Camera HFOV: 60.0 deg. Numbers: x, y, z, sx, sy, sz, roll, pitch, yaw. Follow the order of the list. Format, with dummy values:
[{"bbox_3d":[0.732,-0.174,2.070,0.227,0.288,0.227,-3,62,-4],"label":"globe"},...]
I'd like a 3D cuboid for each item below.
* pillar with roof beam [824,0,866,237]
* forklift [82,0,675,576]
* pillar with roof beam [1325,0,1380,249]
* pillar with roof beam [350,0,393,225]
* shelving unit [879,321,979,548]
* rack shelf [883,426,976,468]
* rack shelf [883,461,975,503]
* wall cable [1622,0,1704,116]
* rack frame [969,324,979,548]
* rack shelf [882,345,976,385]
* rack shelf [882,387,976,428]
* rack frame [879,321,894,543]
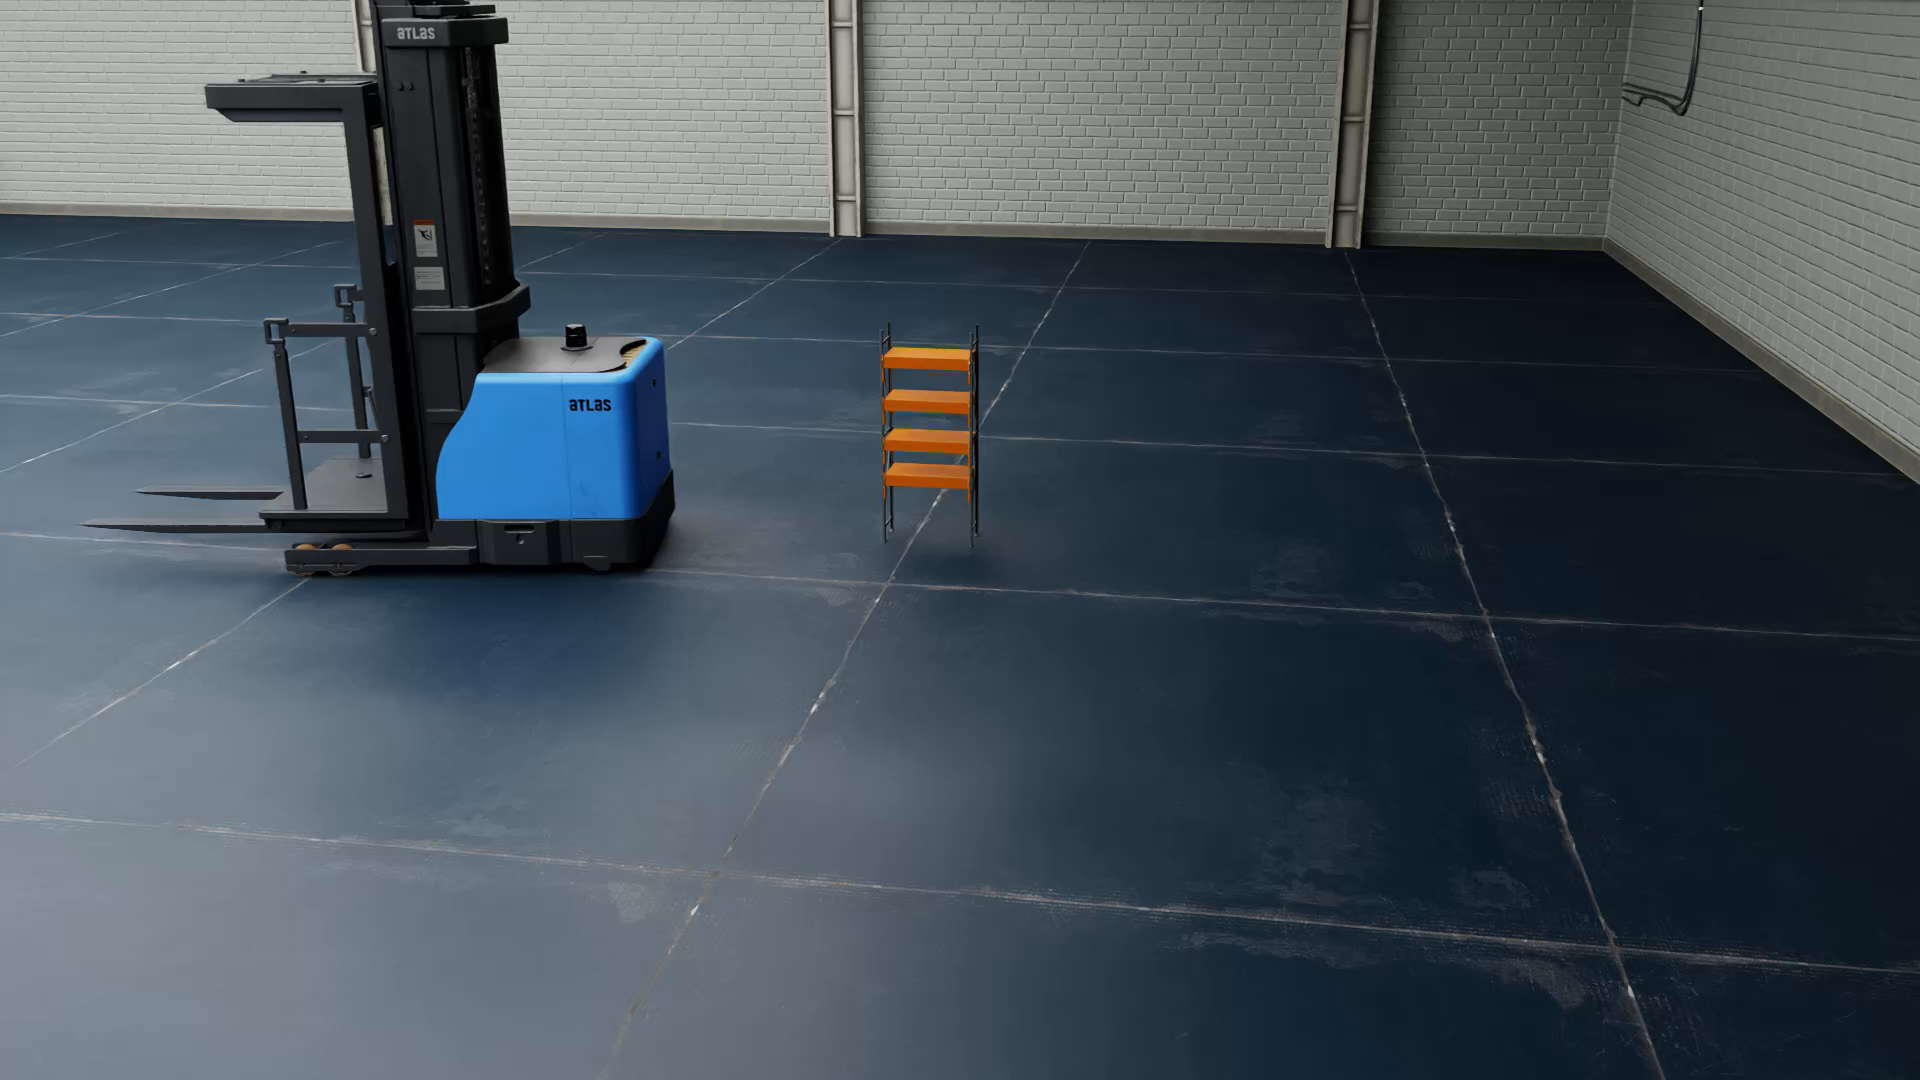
[{"bbox_3d":[-2.069,-6.702,15.152,0.400,9.000,9.100,3,19,9],"label":"pillar with roof beam"},{"bbox_3d":[-3.163,-1.367,8.768,3.031,2.935,1.130,0,18,0],"label":"forklift"},{"bbox_3d":[3.855,-6.400,14.249,0.400,9.000,9.100,3,19,9],"label":"pillar with roof beam"},{"bbox_3d":[-7.993,-7.004,16.054,0.400,9.000,9.100,3,19,9],"label":"pillar with roof beam"},{"bbox_3d":[-0.163,-0.577,9.138,0.503,1.200,0.258,3,19,9],"label":"shelving unit"},{"bbox_3d":[-0.163,-0.514,9.159,0.480,0.148,0.258,3,19,9],"label":"rack shelf"},{"bbox_3d":[-0.163,-0.325,9.222,0.480,0.148,0.258,3,19,9],"label":"rack shelf"},{"bbox_3d":[7.237,-5.714,17.092,0.112,2.526,3.097,3,19,9],"label":"wall cable"},{"bbox_3d":[0.077,-0.565,9.101,0.015,1.200,0.240,3,19,9],"label":"rack frame"},{"bbox_3d":[-0.163,-0.950,9.013,0.480,0.148,0.258,3,19,9],"label":"rack shelf"},{"bbox_3d":[-0.163,-0.726,9.088,0.480,0.148,0.258,3,19,9],"label":"rack shelf"},{"bbox_3d":[-0.404,-0.590,9.174,0.015,1.200,0.240,3,19,9],"label":"rack frame"}]
